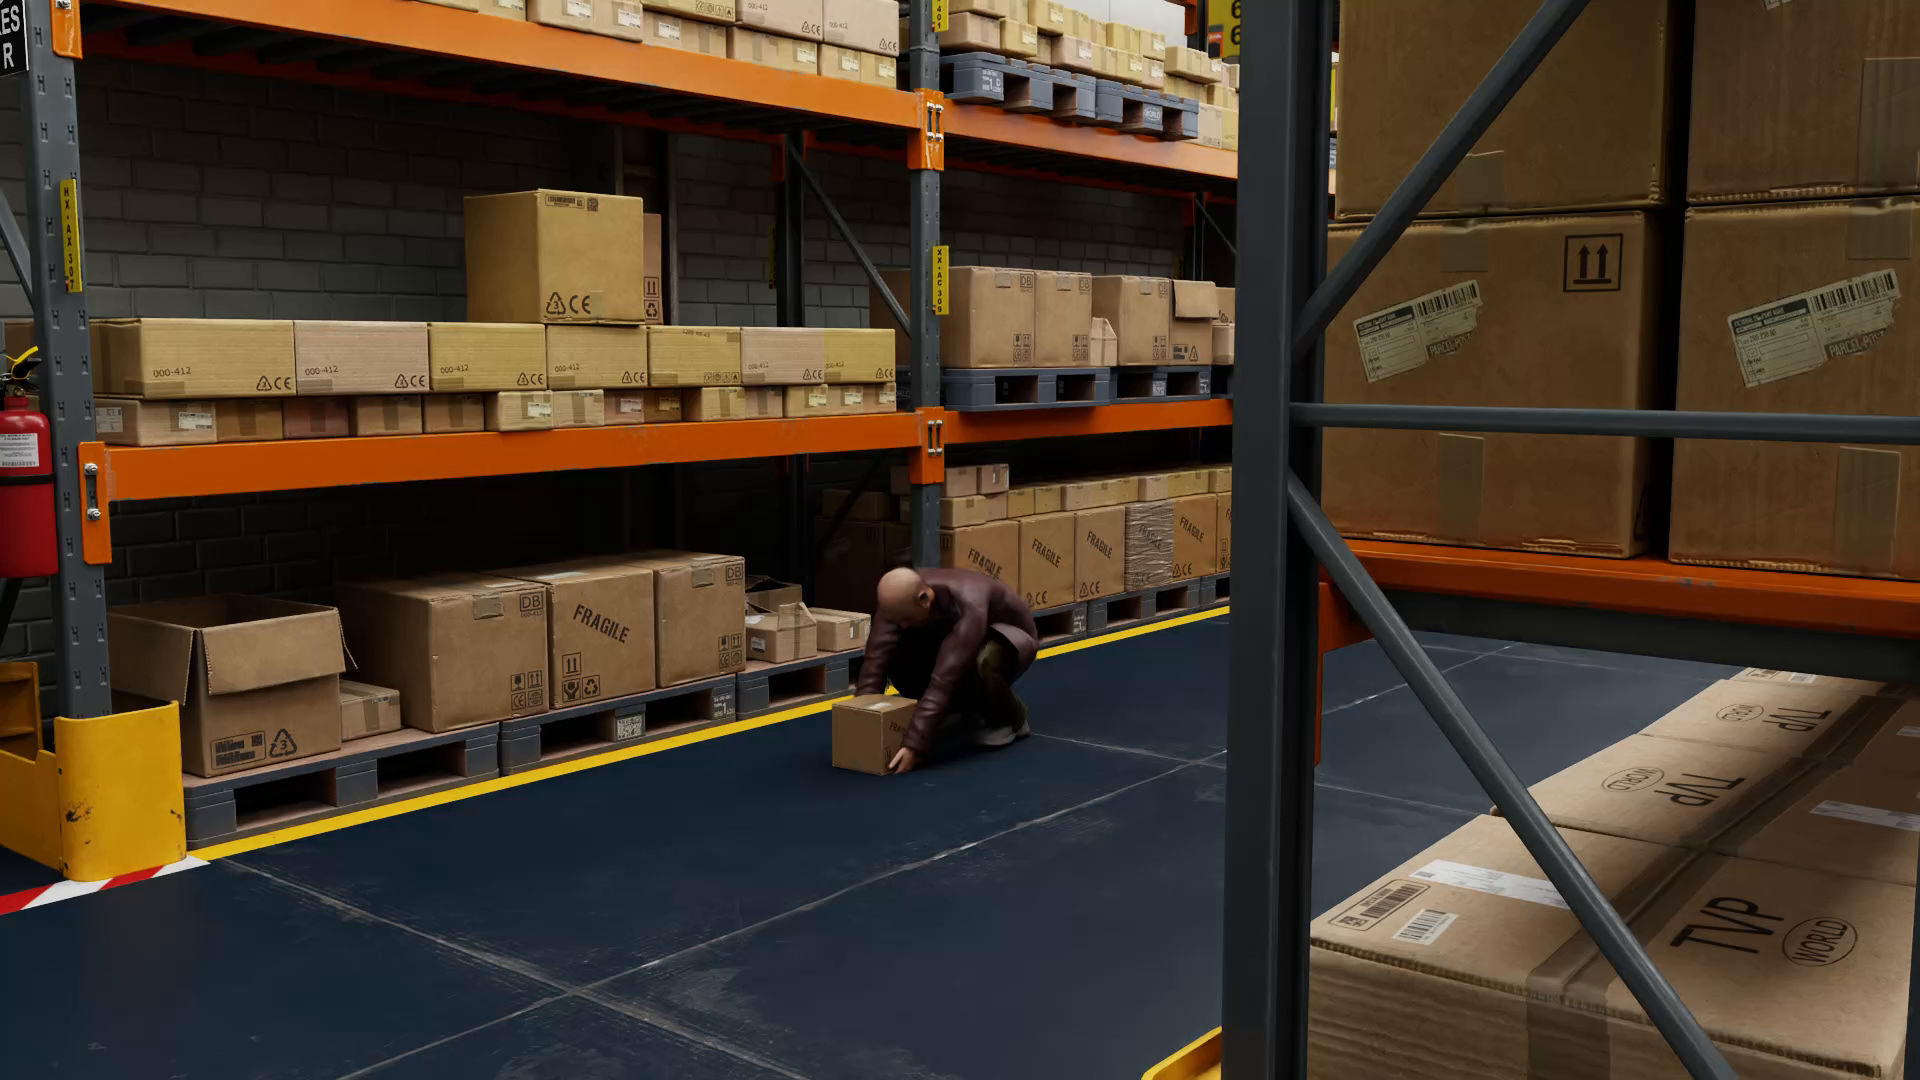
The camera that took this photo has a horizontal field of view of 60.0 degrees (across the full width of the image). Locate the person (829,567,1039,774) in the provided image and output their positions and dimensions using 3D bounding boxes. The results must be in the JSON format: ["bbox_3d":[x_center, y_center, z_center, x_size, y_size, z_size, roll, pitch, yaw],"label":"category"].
[{"bbox_3d":[-0.069,0.512,6.714,0.582,0.822,1.011,5,8,39],"label":"person"}]
